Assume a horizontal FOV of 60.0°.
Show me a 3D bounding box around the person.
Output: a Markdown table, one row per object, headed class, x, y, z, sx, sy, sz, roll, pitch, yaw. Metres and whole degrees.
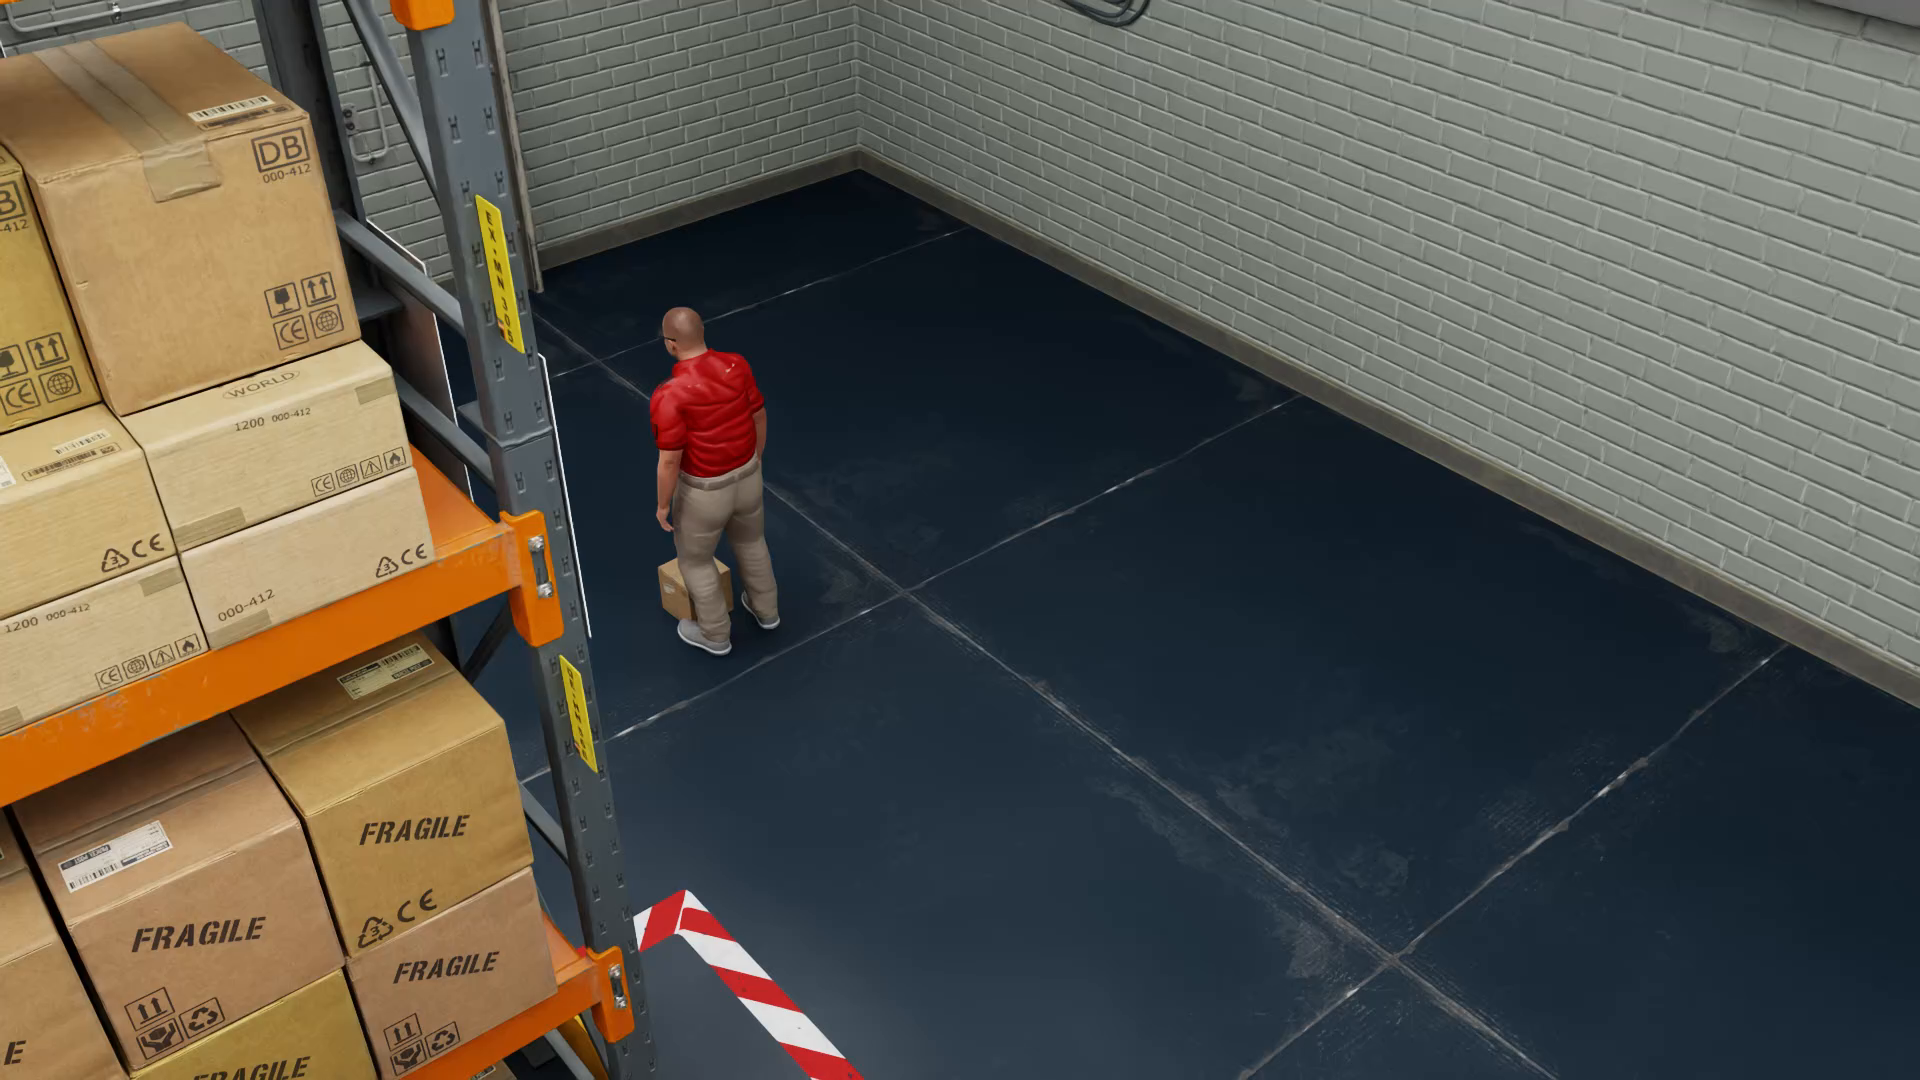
| class | x | y | z | sx | sy | sz | roll | pitch | yaw |
| --- | --- | --- | --- | --- | --- | --- | --- | --- | --- |
| person | -1.104 | -0.255 | 7.445 | 0.605 | 1.726 | 0.393 | -29 | 45 | -34 |
